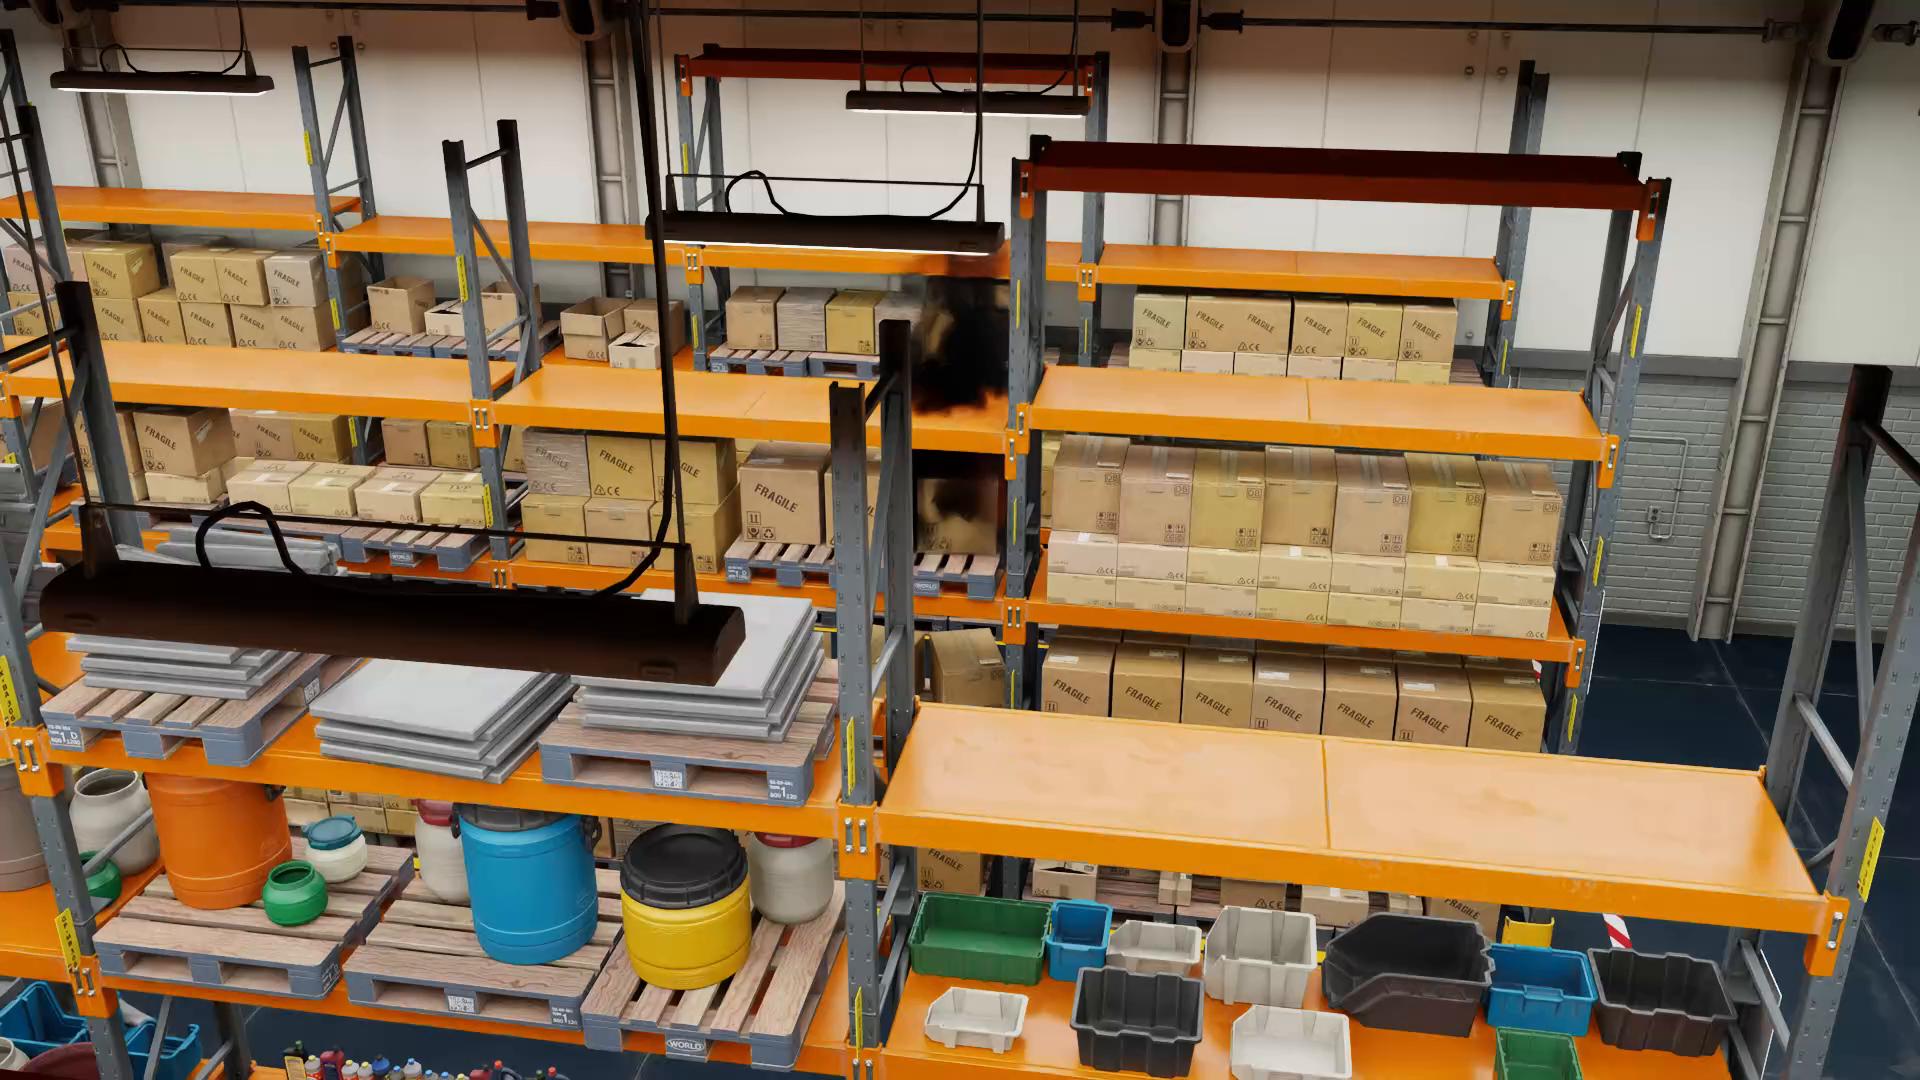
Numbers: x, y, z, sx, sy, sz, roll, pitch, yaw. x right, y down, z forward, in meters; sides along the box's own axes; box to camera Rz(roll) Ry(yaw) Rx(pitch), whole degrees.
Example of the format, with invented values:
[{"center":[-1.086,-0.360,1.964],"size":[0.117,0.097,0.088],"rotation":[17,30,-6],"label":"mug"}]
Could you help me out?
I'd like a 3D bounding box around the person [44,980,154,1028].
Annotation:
[{"center":[-6.028,2.904,11.369],"size":[0.902,1.697,0.587],"rotation":[3,23,7],"label":"person"}]
